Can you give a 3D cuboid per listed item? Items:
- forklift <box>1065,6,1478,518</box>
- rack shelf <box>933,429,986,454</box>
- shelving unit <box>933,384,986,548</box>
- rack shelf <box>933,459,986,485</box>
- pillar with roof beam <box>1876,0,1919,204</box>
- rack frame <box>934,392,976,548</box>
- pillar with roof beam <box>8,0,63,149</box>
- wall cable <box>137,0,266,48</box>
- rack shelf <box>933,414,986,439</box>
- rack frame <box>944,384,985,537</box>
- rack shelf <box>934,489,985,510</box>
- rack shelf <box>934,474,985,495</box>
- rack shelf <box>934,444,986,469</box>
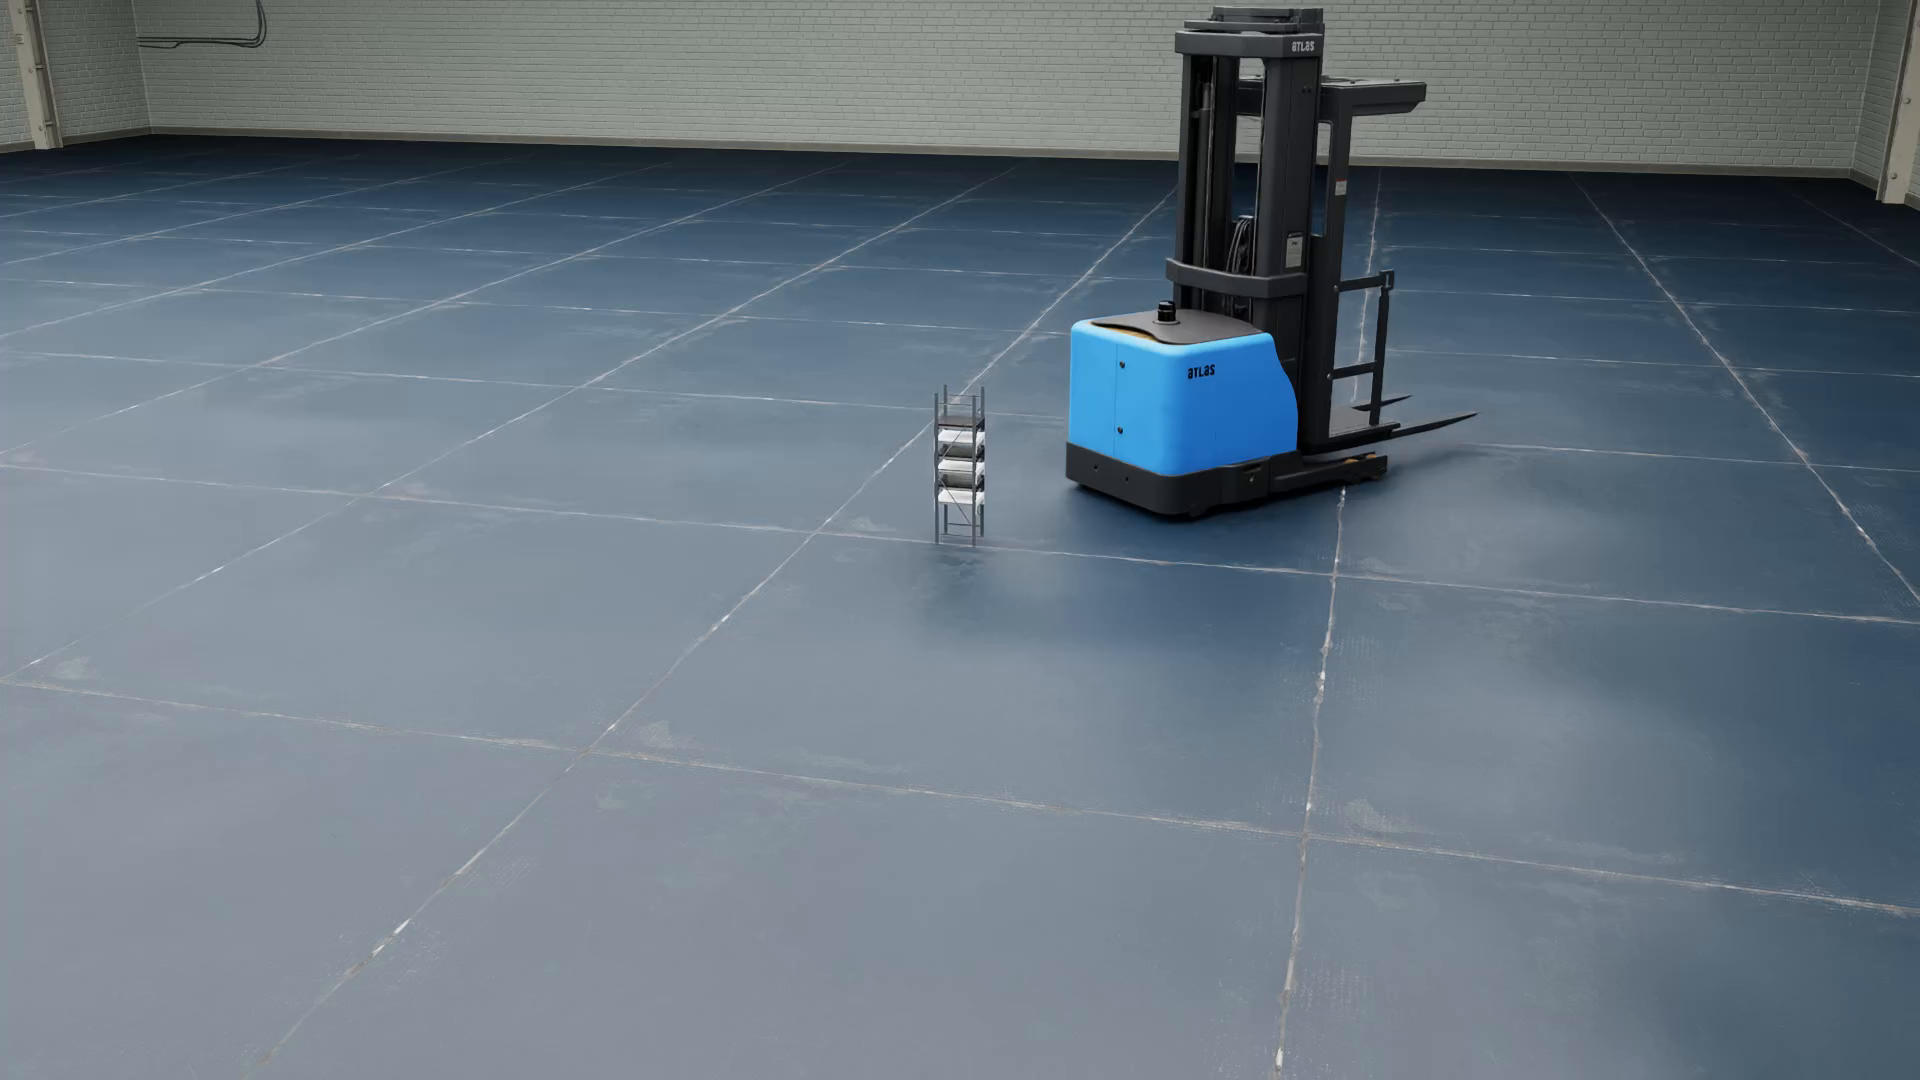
[{"bbox_3d":[2.179,-1.873,10.636,3.031,2.935,1.130,-13,23,-33],"label":"forklift"},{"bbox_3d":[-0.002,-0.562,9.487,0.258,0.077,0.200,5,19,13],"label":"rack shelf"},{"bbox_3d":[-0.002,-0.423,9.535,0.258,0.900,0.210,5,19,13],"label":"shelving unit"},{"bbox_3d":[-0.002,-0.392,9.545,0.258,0.077,0.200,5,19,13],"label":"rack shelf"},{"bbox_3d":[9.244,-9.477,23.513,9.100,9.000,0.400,5,19,13],"label":"pillar with roof beam"},{"bbox_3d":[-0.027,-0.391,9.441,0.240,0.900,0.006,5,19,13],"label":"rack frame"},{"bbox_3d":[-12.952,-11.285,28.805,9.100,9.000,0.400,5,19,13],"label":"pillar with roof beam"},{"bbox_3d":[-15.124,-10.975,32.700,3.097,2.526,0.112,5,19,13],"label":"wall cable"},{"bbox_3d":[-0.002,-0.647,9.458,0.258,0.077,0.200,5,19,13],"label":"rack shelf"},{"bbox_3d":[0.023,-0.455,9.628,0.240,0.900,0.006,5,19,13],"label":"rack frame"},{"bbox_3d":[-0.002,-0.221,9.604,0.258,0.077,0.200,5,19,13],"label":"rack shelf"},{"bbox_3d":[-0.002,-0.307,9.575,0.258,0.077,0.200,5,19,13],"label":"rack shelf"},{"bbox_3d":[-0.002,-0.477,9.516,0.258,0.077,0.200,5,19,13],"label":"rack shelf"}]
